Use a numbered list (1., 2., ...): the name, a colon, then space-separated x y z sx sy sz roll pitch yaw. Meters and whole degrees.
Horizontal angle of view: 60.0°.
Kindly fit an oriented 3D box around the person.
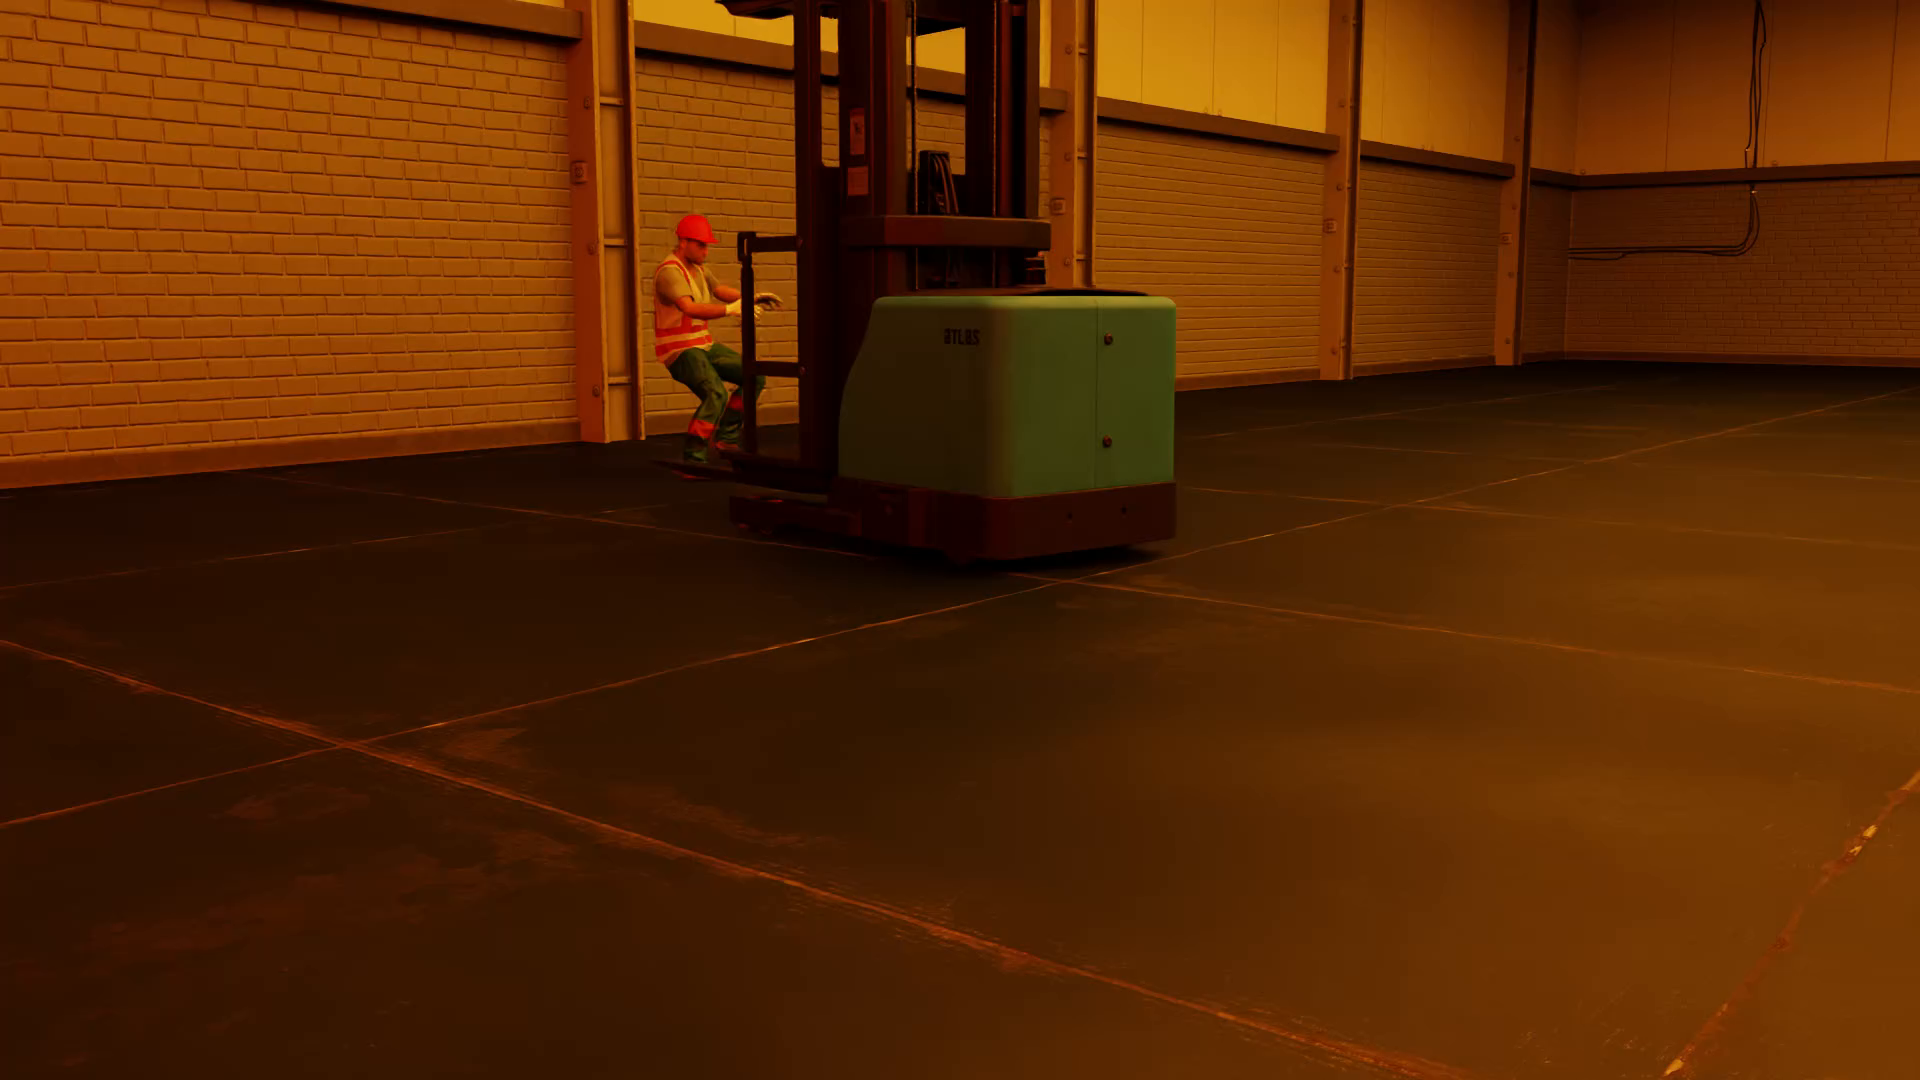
1. person: -1.469 -1.188 10.148 0.774 1.564 1.006 2 9 15

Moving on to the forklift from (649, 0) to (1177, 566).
1. forklift: -0.417 -1.513 7.624 1.130 2.935 3.031 -7 11 -39
